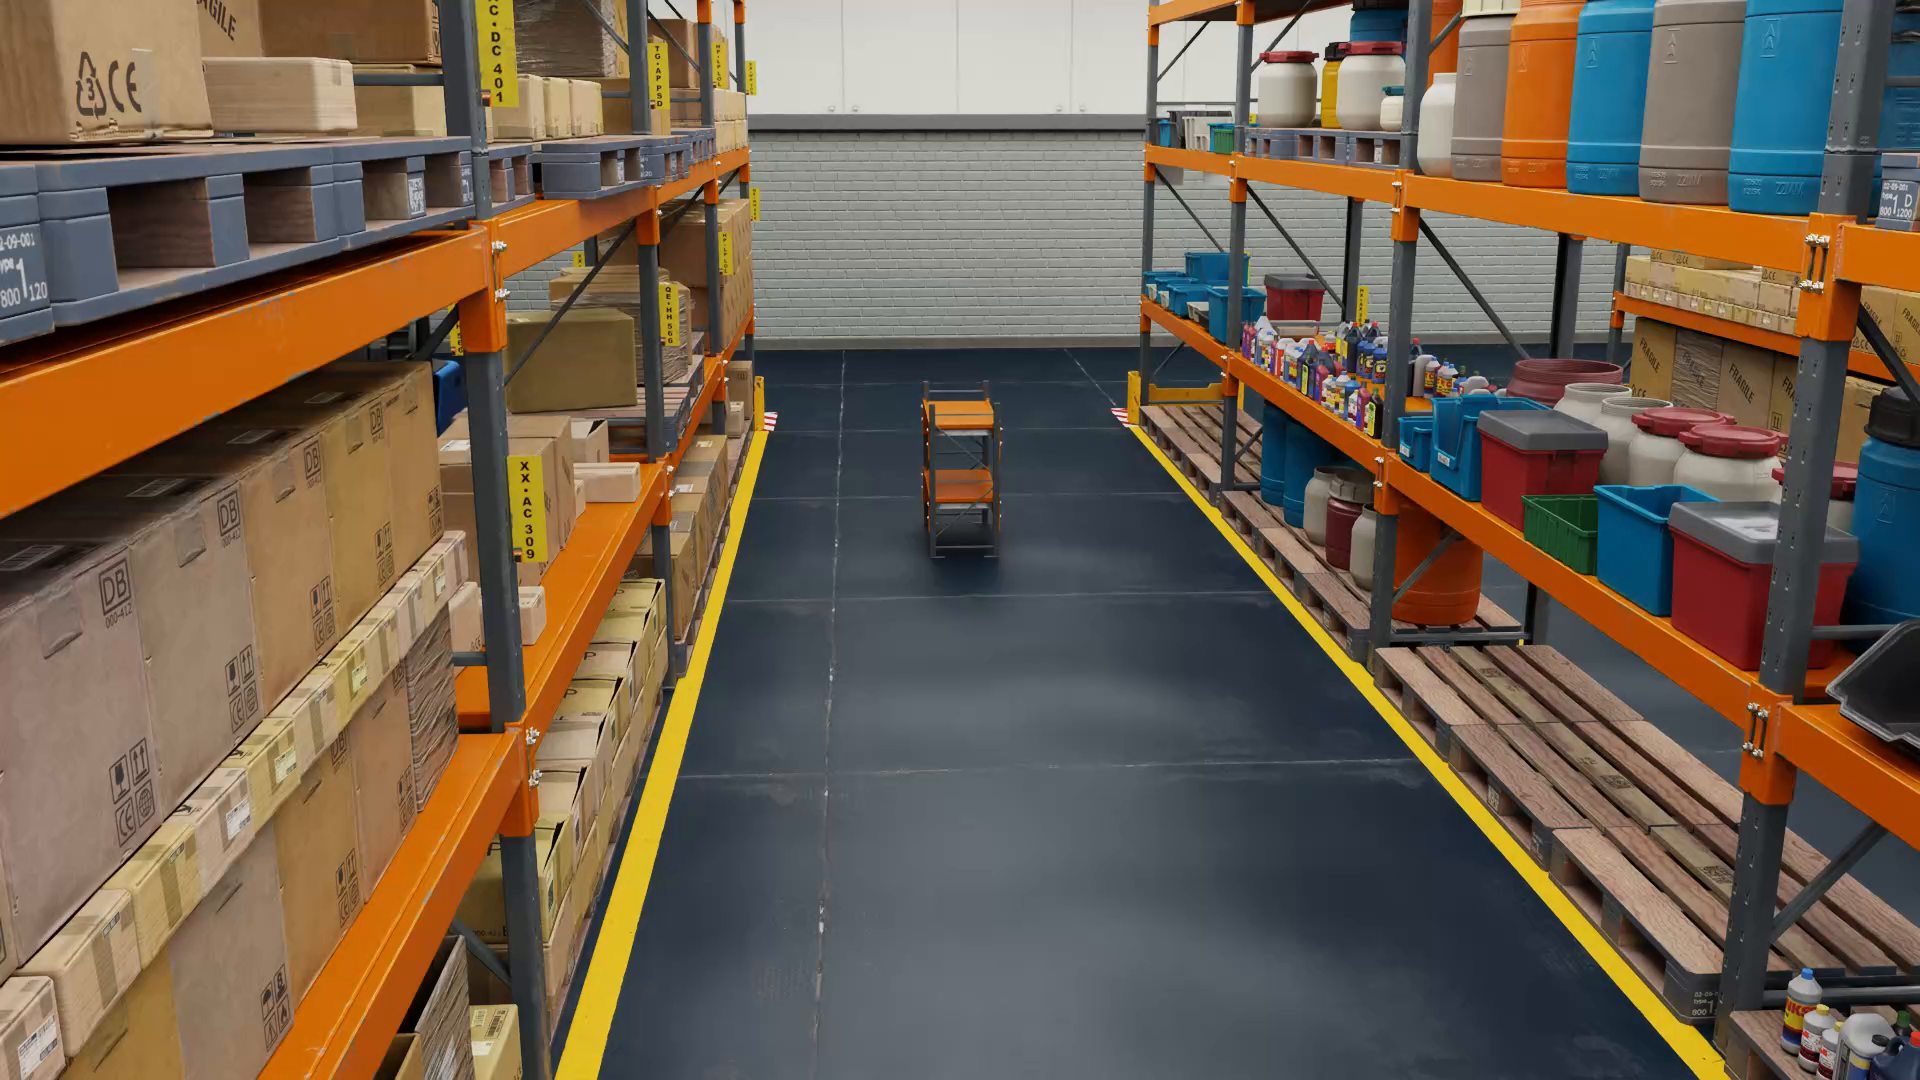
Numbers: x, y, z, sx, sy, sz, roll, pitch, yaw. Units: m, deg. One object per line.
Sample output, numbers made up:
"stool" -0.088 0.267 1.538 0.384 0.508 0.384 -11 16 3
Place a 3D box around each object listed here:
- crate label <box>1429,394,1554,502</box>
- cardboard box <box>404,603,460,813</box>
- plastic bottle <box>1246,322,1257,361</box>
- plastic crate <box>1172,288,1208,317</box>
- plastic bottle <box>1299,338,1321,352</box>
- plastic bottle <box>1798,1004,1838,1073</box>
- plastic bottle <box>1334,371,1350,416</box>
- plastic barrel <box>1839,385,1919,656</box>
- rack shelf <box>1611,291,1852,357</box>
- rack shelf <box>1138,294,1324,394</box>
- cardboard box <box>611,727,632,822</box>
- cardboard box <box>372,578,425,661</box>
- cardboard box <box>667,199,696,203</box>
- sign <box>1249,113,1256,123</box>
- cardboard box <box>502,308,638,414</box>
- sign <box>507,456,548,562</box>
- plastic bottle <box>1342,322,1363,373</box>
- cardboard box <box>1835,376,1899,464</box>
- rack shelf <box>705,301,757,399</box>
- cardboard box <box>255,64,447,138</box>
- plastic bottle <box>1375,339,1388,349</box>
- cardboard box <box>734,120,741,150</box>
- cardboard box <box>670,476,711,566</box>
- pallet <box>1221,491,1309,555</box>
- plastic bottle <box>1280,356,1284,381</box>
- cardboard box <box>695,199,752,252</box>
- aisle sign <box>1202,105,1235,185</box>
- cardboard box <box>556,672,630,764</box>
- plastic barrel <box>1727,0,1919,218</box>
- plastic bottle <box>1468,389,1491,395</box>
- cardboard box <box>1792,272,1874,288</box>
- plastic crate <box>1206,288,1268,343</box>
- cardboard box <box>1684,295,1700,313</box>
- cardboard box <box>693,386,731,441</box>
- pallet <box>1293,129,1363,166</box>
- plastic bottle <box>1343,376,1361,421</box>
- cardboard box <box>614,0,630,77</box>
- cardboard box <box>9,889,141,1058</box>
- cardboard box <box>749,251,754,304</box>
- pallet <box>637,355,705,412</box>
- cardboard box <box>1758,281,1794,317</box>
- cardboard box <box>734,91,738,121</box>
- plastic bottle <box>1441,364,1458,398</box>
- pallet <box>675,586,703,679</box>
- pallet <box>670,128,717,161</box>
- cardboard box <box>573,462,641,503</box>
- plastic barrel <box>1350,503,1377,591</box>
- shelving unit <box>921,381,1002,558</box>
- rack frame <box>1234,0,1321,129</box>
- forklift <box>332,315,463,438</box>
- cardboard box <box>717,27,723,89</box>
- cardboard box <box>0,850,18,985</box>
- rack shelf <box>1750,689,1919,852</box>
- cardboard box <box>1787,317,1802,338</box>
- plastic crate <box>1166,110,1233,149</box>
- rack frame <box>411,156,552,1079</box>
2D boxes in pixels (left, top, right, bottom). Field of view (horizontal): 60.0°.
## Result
"crate label" 2.643 -0.461 8.228 0.502 0.435 0.616 -1 14 -3
"cardboard box" -1.811 0.437 4.608 0.700 0.500 0.500 -1 14 -5
"plastic bottle" 2.209 -1.503 12.581 0.061 0.283 0.133 -1 14 -3
"plastic crate" 2.142 -2.164 15.134 0.416 0.233 0.300 -1 14 -3
"plastic bottle" 2.461 -1.281 11.735 0.152 0.276 0.135 -1 14 -3
"plastic bottle" 2.688 1.553 5.204 0.097 0.201 0.097 0 14 0
"plastic bottle" 2.373 -0.910 10.302 0.097 0.271 0.097 0 14 0
"plastic barrel" 3.378 -0.044 5.672 0.600 0.901 0.708 -1 14 -3
"rack shelf" 7.423 -1.916 15.395 1.077 0.370 4.000 -1 14 -3
"rack shelf" 2.480 -1.839 15.098 1.077 0.370 4.000 -1 14 -3
"cardboard box" -1.718 1.017 7.230 0.500 0.250 0.500 -1 14 -2
"cardboard box" -1.582 0.203 4.213 0.380 0.149 0.250 -1 14 -5
"cardboard box" -2.824 -3.028 16.066 0.500 0.500 0.500 0 14 -2
"sign" 2.904 -4.099 16.630 0.100 0.325 0.005 -1 14 -3
"cardboard box" -2.244 -1.026 9.452 0.700 0.500 0.500 -6 16 -22
"sign" -1.291 -0.091 4.966 0.100 0.325 0.005 -1 14 -3
"plastic bottle" 2.855 -1.394 12.025 0.144 0.351 0.185 -1 14 -3
"cardboard box" 7.606 -0.782 12.967 1.225 0.875 0.875 -1 14 -3
"rack shelf" -2.465 -1.764 14.804 1.077 0.370 4.000 -1 14 -3
"cardboard box" -1.874 -1.362 5.238 0.500 0.250 0.500 1 14 2
"plastic bottle" 3.013 -1.287 11.758 0.152 0.276 0.135 -1 14 -3
"cardboard box" -2.229 -3.617 14.846 0.500 0.250 0.500 -1 14 -3
"cardboard box" -1.937 -0.124 11.124 0.500 0.500 0.500 -1 14 -5
"pallet" 2.610 -0.147 12.674 1.003 0.211 1.213 -1 14 -3
"plastic bottle" 2.289 -1.213 11.621 0.097 0.201 0.097 0 14 0
"cardboard box" -2.286 -3.036 16.097 0.500 0.500 0.500 -1 14 -4
"aisle sign" 2.644 -3.966 16.705 0.394 0.787 0.004 -1 14 -3
"cardboard box" -1.719 0.743 7.170 0.500 0.311 0.500 0 14 -2
"plastic barrel" 2.851 -1.519 5.385 0.600 0.901 0.708 -1 14 -3
"plastic bottle" 2.995 -0.745 9.653 0.152 0.276 0.135 -1 14 -3
"cardboard box" 7.251 -2.311 13.689 0.500 0.500 0.500 0 14 -2
"plastic crate" 2.234 -1.822 13.501 0.392 0.384 0.575 -1 14 -3
"cardboard box" 7.074 -2.227 15.664 0.380 0.149 0.250 -1 14 -4
"cardboard box" -2.462 -1.086 14.854 0.797 0.503 0.637 -1 14 -3
"pallet" 2.823 -2.576 10.877 1.003 0.211 1.213 -1 14 -3
"plastic bottle" 2.385 -0.862 10.114 0.097 0.271 0.097 0 14 0
"cardboard box" -2.145 -2.841 9.319 0.500 0.500 0.500 -1 14 -3
"cardboard box" -1.472 0.650 2.479 0.380 0.149 0.250 -1 14 -5
"cardboard box" -2.289 -2.551 16.219 0.500 0.500 0.500 0 14 -2
"pallet" -2.218 -1.010 10.819 1.003 0.211 1.213 -1 14 -3
"cardboard box" 7.223 -2.072 14.265 0.500 0.250 0.500 0 14 -2
"cardboard box" -2.244 -3.859 14.783 0.500 0.250 0.500 -1 14 -3
"plastic bottle" 3.116 -0.980 10.575 0.097 0.271 0.097 0 14 0
"pallet" -2.101 0.544 9.987 1.003 0.211 1.213 -1 14 -3
"pallet" -2.370 -2.813 11.797 1.213 0.211 1.003 -1 14 -3
"cardboard box" -1.761 -0.279 8.094 0.380 0.149 0.250 -1 14 -3
"plastic barrel" 2.680 0.046 10.479 0.421 0.512 0.421 0 14 0
"shelving unit" 0.000 -0.546 12.393 0.538 1.125 1.048 -1 14 -3
"rack frame" 2.603 -4.595 12.328 1.000 3.000 0.127 -1 14 -3
"forklift" -4.644 -1.539 12.627 1.130 2.935 3.031 -1 14 -5
"cardboard box" -2.335 -3.971 13.713 0.700 0.500 0.500 -1 14 -3
"cardboard box" -1.655 0.433 2.020 0.700 0.500 0.500 -1 14 -5
"rack shelf" 3.223 1.145 3.499 1.077 0.370 4.000 -1 14 -3
"cardboard box" 7.185 -1.780 13.928 0.380 0.149 0.250 -1 14 -2
"plastic crate" 2.176 -3.723 15.082 0.504 0.338 0.767 -1 14 -3
"rack frame" -1.845 0.375 5.049 1.000 3.000 0.127 -1 14 -3
